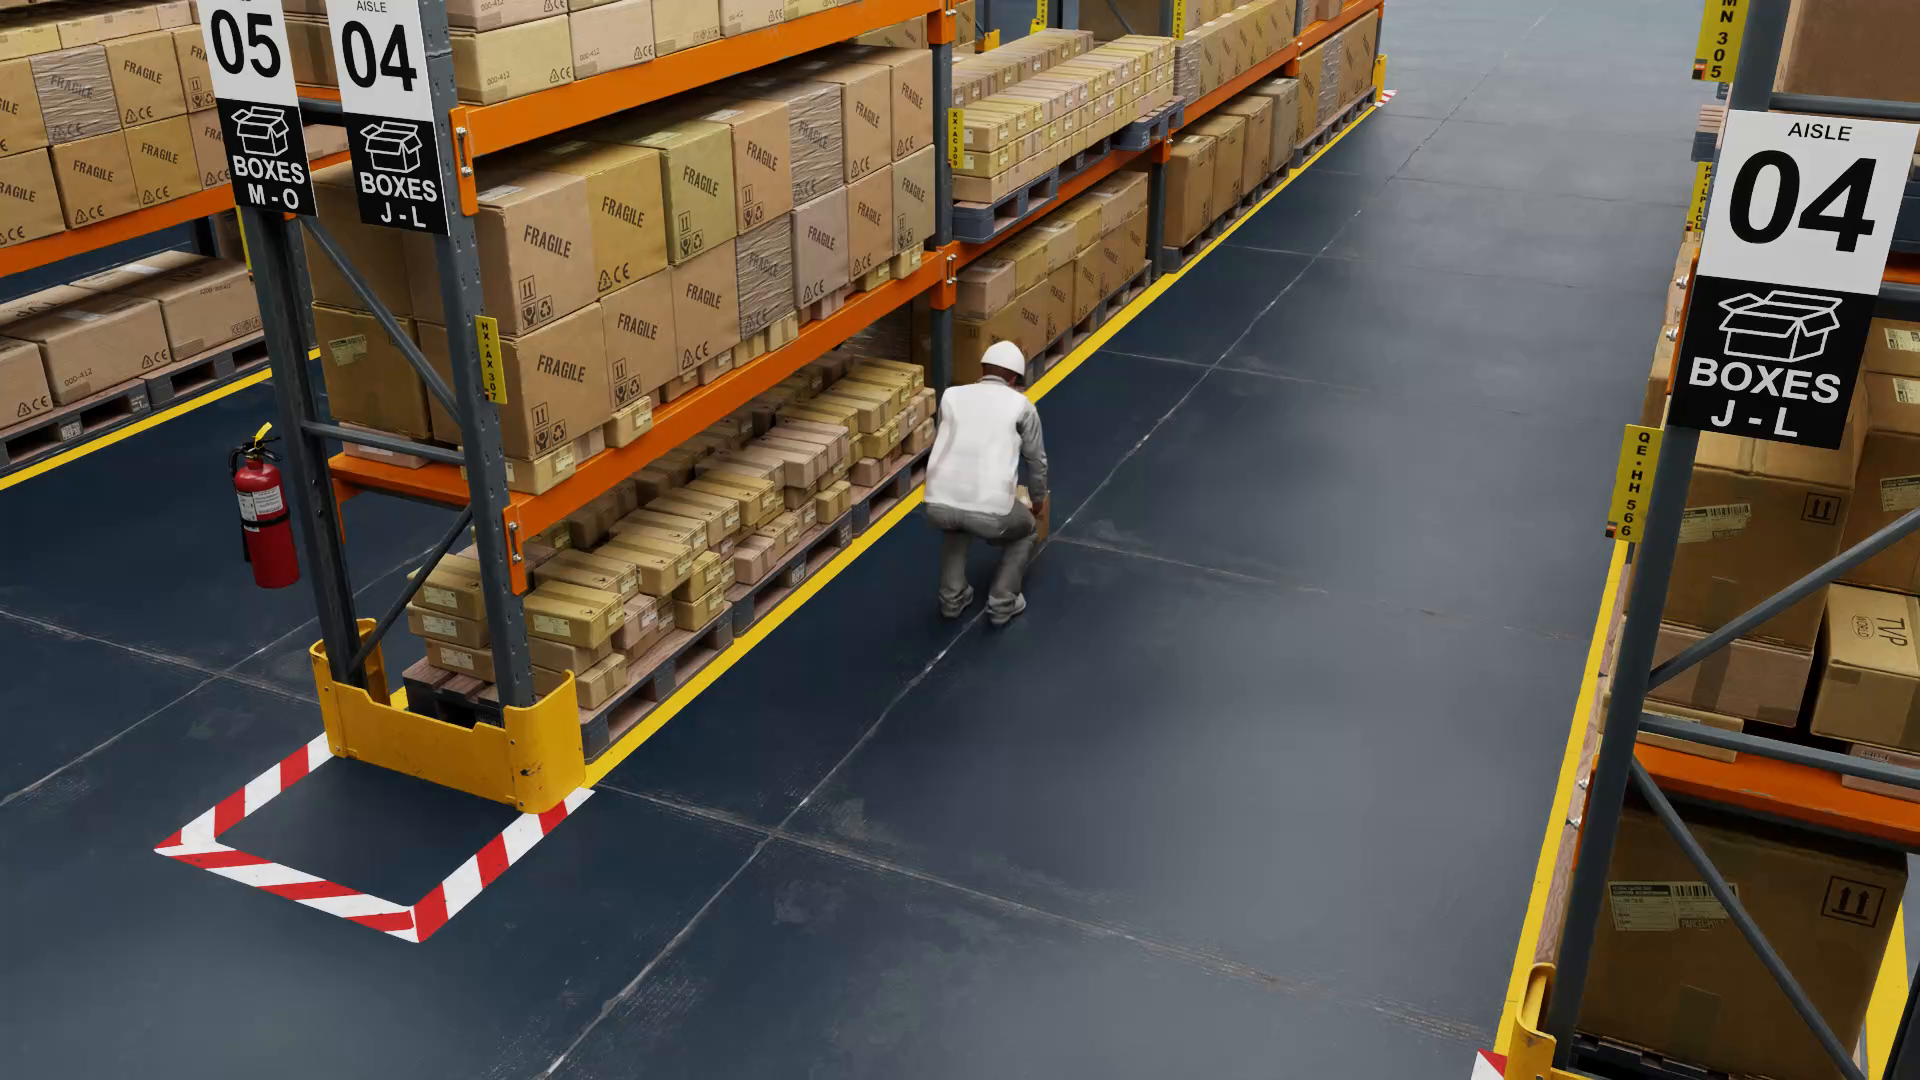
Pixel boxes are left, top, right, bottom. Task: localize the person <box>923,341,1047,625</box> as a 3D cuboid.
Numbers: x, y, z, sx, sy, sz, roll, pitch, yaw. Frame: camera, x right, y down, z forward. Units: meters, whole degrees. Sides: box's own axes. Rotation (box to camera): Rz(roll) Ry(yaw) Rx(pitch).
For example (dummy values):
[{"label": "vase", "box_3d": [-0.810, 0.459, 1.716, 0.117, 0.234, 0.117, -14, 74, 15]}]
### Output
[{"label": "person", "box_3d": [0.101, -0.263, 8.164, 0.586, 1.304, 0.820, 11, 28, 22]}]
